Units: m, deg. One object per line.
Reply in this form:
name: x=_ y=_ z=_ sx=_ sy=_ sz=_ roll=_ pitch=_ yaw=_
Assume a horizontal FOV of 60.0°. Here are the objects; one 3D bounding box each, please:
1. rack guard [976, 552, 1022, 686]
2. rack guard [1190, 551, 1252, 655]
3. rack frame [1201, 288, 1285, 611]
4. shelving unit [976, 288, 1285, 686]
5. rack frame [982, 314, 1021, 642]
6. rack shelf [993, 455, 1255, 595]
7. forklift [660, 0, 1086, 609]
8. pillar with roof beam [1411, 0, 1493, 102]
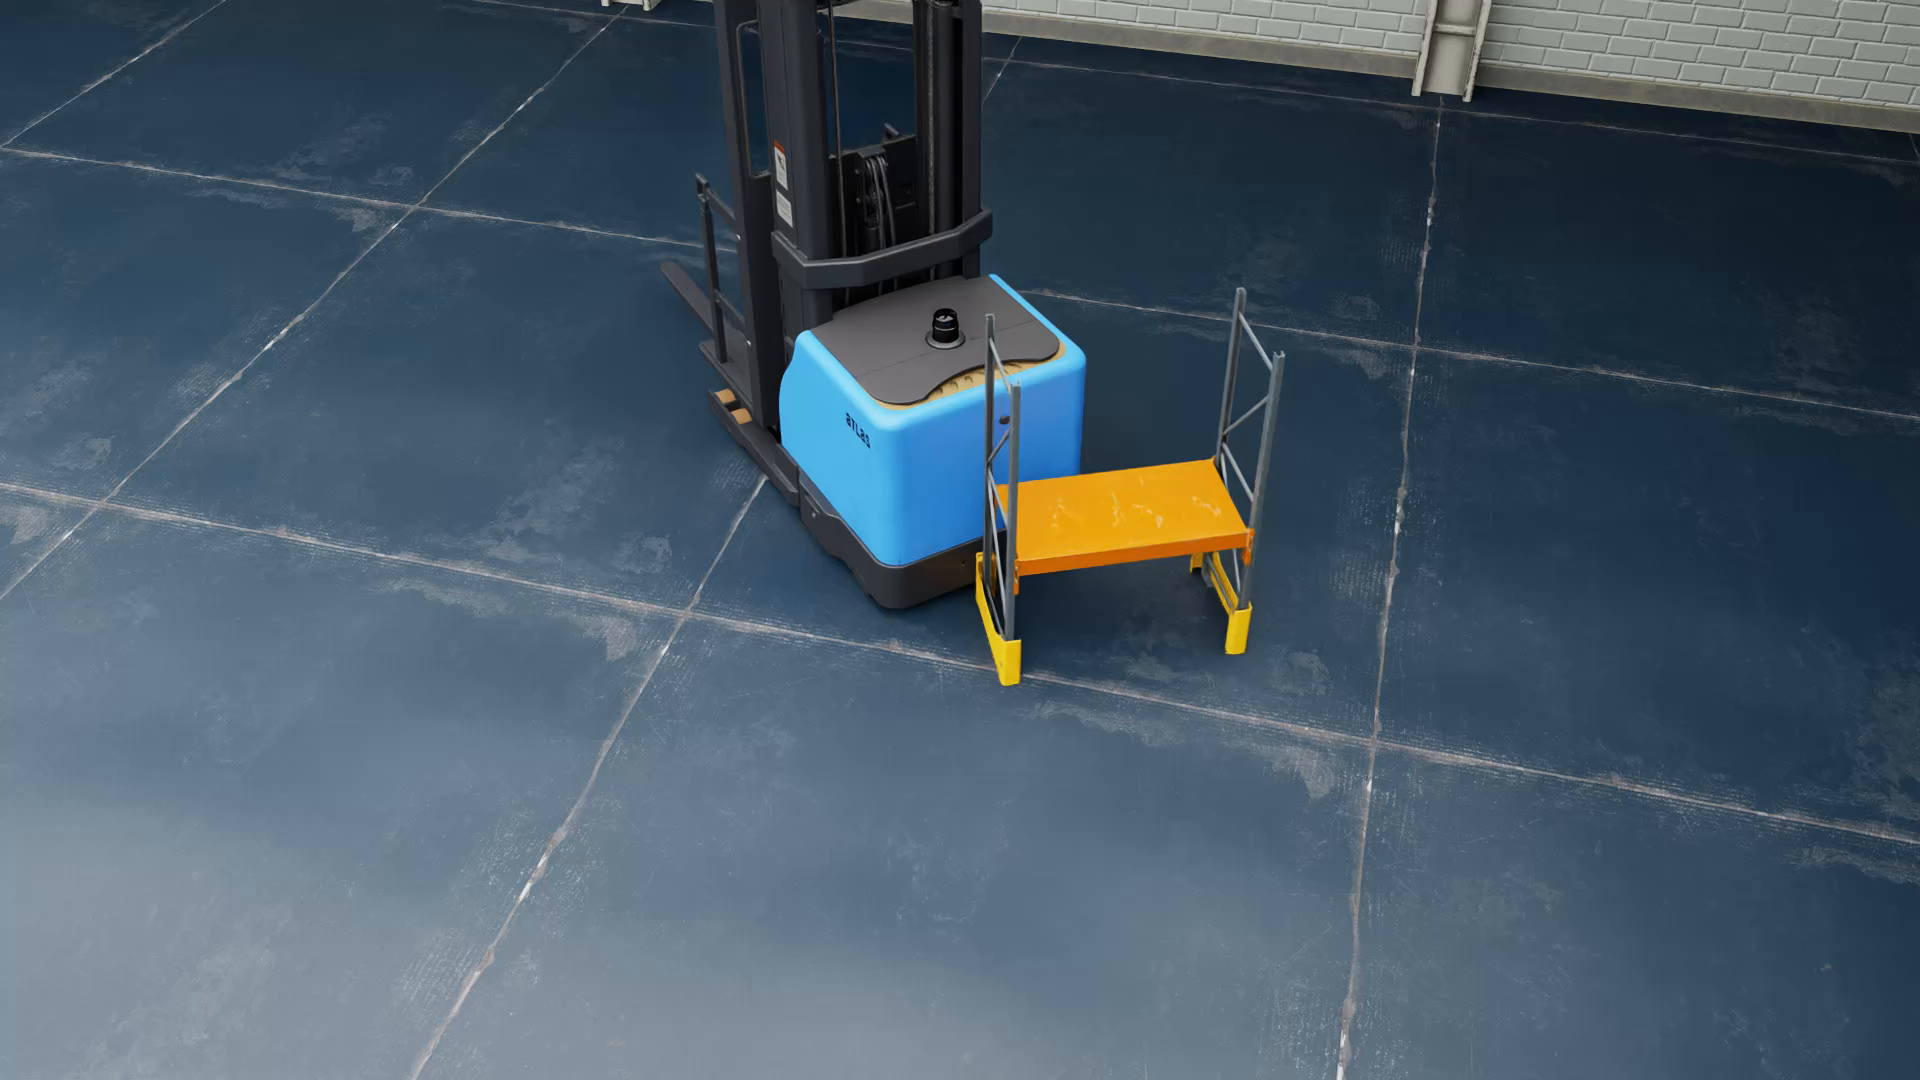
rack guard: x=0.162 y=0.333 z=7.160 sx=0.087 sy=0.250 sz=0.587 roll=-7 pitch=41 yaw=-8
rack guard: x=1.140 y=0.211 z=7.305 sx=0.087 sy=0.250 sz=0.587 roll=-7 pitch=41 yaw=-8
rack frame: x=1.159 y=-0.270 z=6.906 sx=0.032 sy=1.500 sz=0.500 roll=-7 pitch=41 yaw=-8
shelving unit: x=0.651 y=-0.207 z=6.830 sx=1.083 sy=1.500 sz=0.587 roll=-7 pitch=41 yaw=-8
rack frame: x=0.161 y=-0.146 z=6.758 sx=0.032 sy=1.500 sz=0.500 roll=-7 pitch=41 yaw=-8
rack shelf: x=0.660 y=-0.070 z=6.947 sx=1.000 sy=0.185 sz=0.538 roll=-7 pitch=41 yaw=-8
forklift: x=-0.620 y=-1.750 z=7.555 sx=1.130 sy=2.935 sz=3.031 roll=-20 pitch=44 yaw=-23
pillar with roof beam: x=2.207 y=-3.875 z=5.367 sx=0.400 sy=9.000 sz=9.100 roll=10 pitch=41 yaw=11
